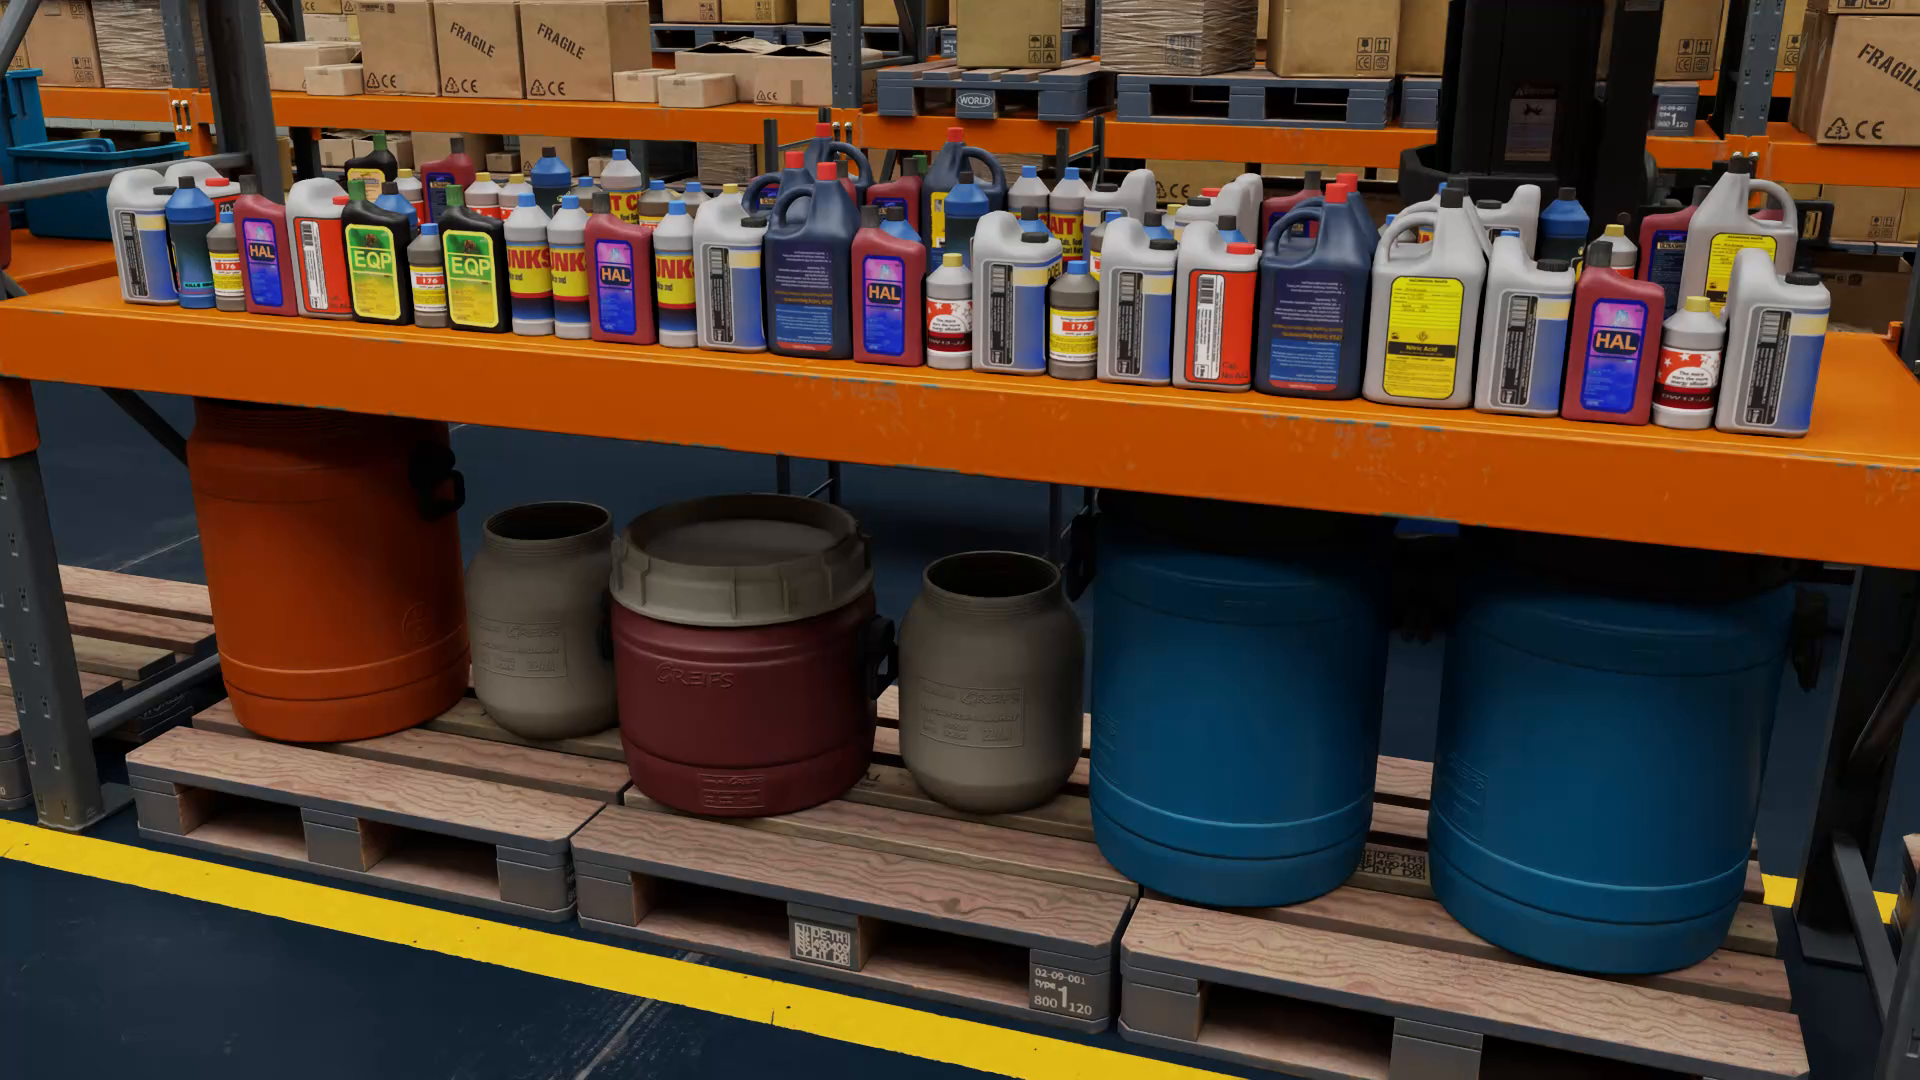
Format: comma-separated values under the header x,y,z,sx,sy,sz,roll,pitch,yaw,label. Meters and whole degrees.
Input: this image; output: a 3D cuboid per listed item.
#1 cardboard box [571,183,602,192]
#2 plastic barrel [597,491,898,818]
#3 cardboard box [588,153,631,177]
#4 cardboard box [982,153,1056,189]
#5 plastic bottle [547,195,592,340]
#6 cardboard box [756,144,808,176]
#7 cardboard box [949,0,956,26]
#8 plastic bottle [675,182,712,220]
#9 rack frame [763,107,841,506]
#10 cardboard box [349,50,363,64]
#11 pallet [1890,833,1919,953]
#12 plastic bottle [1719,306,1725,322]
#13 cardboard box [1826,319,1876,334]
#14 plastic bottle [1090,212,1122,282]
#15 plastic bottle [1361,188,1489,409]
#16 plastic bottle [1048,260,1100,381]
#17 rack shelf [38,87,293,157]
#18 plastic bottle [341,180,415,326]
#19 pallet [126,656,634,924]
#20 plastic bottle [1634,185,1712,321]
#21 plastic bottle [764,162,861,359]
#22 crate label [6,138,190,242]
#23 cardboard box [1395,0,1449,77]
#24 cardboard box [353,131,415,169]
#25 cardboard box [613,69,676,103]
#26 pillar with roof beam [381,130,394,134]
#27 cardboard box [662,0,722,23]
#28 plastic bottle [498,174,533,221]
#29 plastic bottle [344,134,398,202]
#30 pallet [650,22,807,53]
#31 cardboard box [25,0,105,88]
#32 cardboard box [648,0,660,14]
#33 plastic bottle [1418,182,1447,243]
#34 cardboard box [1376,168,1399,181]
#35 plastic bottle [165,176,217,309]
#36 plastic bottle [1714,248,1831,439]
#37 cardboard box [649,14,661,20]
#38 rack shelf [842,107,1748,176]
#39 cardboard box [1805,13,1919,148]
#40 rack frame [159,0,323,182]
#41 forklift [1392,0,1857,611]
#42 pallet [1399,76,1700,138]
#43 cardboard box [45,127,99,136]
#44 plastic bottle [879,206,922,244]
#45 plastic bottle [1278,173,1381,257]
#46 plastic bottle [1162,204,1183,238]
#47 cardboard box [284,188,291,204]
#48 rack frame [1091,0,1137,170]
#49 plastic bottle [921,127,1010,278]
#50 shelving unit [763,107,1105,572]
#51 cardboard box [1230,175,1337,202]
x,y,z,sx,sy,sz,roll,pitch,yaw,label
-2.262,-1.880,9.601,0.500,0.311,0.500,6,20,17,cardboard box
-0.493,0.247,3.835,0.708,0.588,0.600,7,20,18,plastic barrel
-3.070,-3.293,14.603,0.250,0.166,0.380,4,20,11,cardboard box
0.527,-3.032,13.347,0.500,0.500,0.700,7,20,19,cardboard box
-0.751,-0.534,3.246,0.097,0.271,0.097,0,19,0,plastic bottle
-1.349,-3.288,14.081,0.500,0.500,0.700,6,20,17,cardboard box
0.240,-4.298,13.028,0.500,0.500,0.700,5,20,13,cardboard box
-0.632,-0.752,3.977,0.097,0.201,0.097,0,19,0,plastic bottle
-0.561,-0.772,6.013,0.032,1.500,0.500,7,20,18,rack frame
-3.286,-2.733,9.564,0.258,0.266,0.396,6,20,17,cardboard box
2.459,0.953,3.020,1.213,0.211,1.003,7,20,18,pallet
1.296,-0.320,2.738,0.097,0.201,0.097,0,19,0,plastic bottle
3.706,-0.796,7.219,0.500,0.311,0.500,7,20,18,cardboard box
0.322,-0.590,3.512,0.097,0.201,0.097,0,19,0,plastic bottle
0.776,-0.405,2.756,0.185,0.351,0.144,7,20,18,plastic bottle
0.206,-0.391,2.944,0.097,0.201,0.097,0,19,0,plastic bottle
-6.066,-2.711,10.389,4.000,0.370,1.077,7,20,18,rack shelf
-1.176,-0.582,3.365,0.133,0.283,0.061,7,20,18,plastic bottle
-1.269,0.526,4.246,1.213,0.211,1.003,7,20,18,pallet
1.419,-0.562,3.309,0.133,0.283,0.061,7,20,18,plastic bottle
-0.265,-0.524,3.097,0.185,0.351,0.144,7,20,18,plastic bottle
-2.302,-0.946,4.486,0.416,0.233,0.303,7,20,18,crate label
2.336,-2.391,7.589,0.500,0.500,0.700,10,22,27,cardboard box
-5.170,-3.581,15.209,0.500,0.311,0.500,8,21,23,cardboard box
-1.621,-2.404,8.797,0.250,0.149,0.380,8,21,22,cardboard box
-6.801,-6.495,11.037,0.400,9.000,9.100,7,20,18,pillar with roof beam
-2.085,-4.565,13.794,0.500,0.500,0.700,7,20,18,cardboard box
-1.092,-0.804,4.128,0.097,0.201,0.097,0,19,0,plastic bottle
-1.505,-0.897,4.268,0.133,0.283,0.061,7,20,18,plastic bottle
-1.880,-4.157,13.735,1.213,0.211,1.003,7,20,18,pallet
-5.098,-2.983,9.924,0.500,0.500,0.700,6,20,17,cardboard box
-2.930,-4.784,14.300,0.500,0.500,0.500,6,20,17,cardboard box
0.993,-0.599,3.433,0.097,0.271,0.097,0,19,0,plastic bottle
3.505,-2.819,12.234,0.750,0.750,0.750,7,20,20,cardboard box
-1.624,-0.634,3.532,0.097,0.271,0.097,0,19,0,plastic bottle
1.273,-0.314,2.609,0.135,0.276,0.152,7,20,18,plastic bottle
-2.928,-4.431,14.429,0.500,0.250,0.500,7,20,19,cardboard box
1.491,-1.847,7.910,4.000,0.370,1.077,7,20,18,rack shelf
3.772,-1.878,6.754,0.500,0.500,0.500,7,20,19,cardboard box
-4.177,-2.835,9.651,0.127,3.000,1.000,7,20,18,rack frame
2.235,-1.229,5.150,3.031,2.935,1.130,4,20,11,forklift
2.661,-2.000,7.548,1.213,0.211,1.003,7,20,18,pallet
-5.930,-2.397,10.797,0.500,0.500,0.500,7,20,18,cardboard box
-0.119,-0.483,3.100,0.097,0.271,0.097,0,19,0,plastic bottle
0.648,-0.470,2.941,0.185,0.351,0.144,7,20,18,plastic bottle
0.464,-0.626,3.618,0.097,0.201,0.097,0,19,0,plastic bottle
-3.868,-1.877,9.592,0.500,0.311,0.500,7,20,18,cardboard box
1.224,-3.943,12.831,0.127,3.000,1.000,7,20,18,rack frame
0.012,-0.740,3.718,0.185,0.351,0.144,7,20,18,plastic bottle
-0.081,-0.717,5.856,1.048,1.500,0.538,7,20,18,shelving unit
1.585,-1.642,8.219,0.500,0.250,0.500,6,20,17,cardboard box
